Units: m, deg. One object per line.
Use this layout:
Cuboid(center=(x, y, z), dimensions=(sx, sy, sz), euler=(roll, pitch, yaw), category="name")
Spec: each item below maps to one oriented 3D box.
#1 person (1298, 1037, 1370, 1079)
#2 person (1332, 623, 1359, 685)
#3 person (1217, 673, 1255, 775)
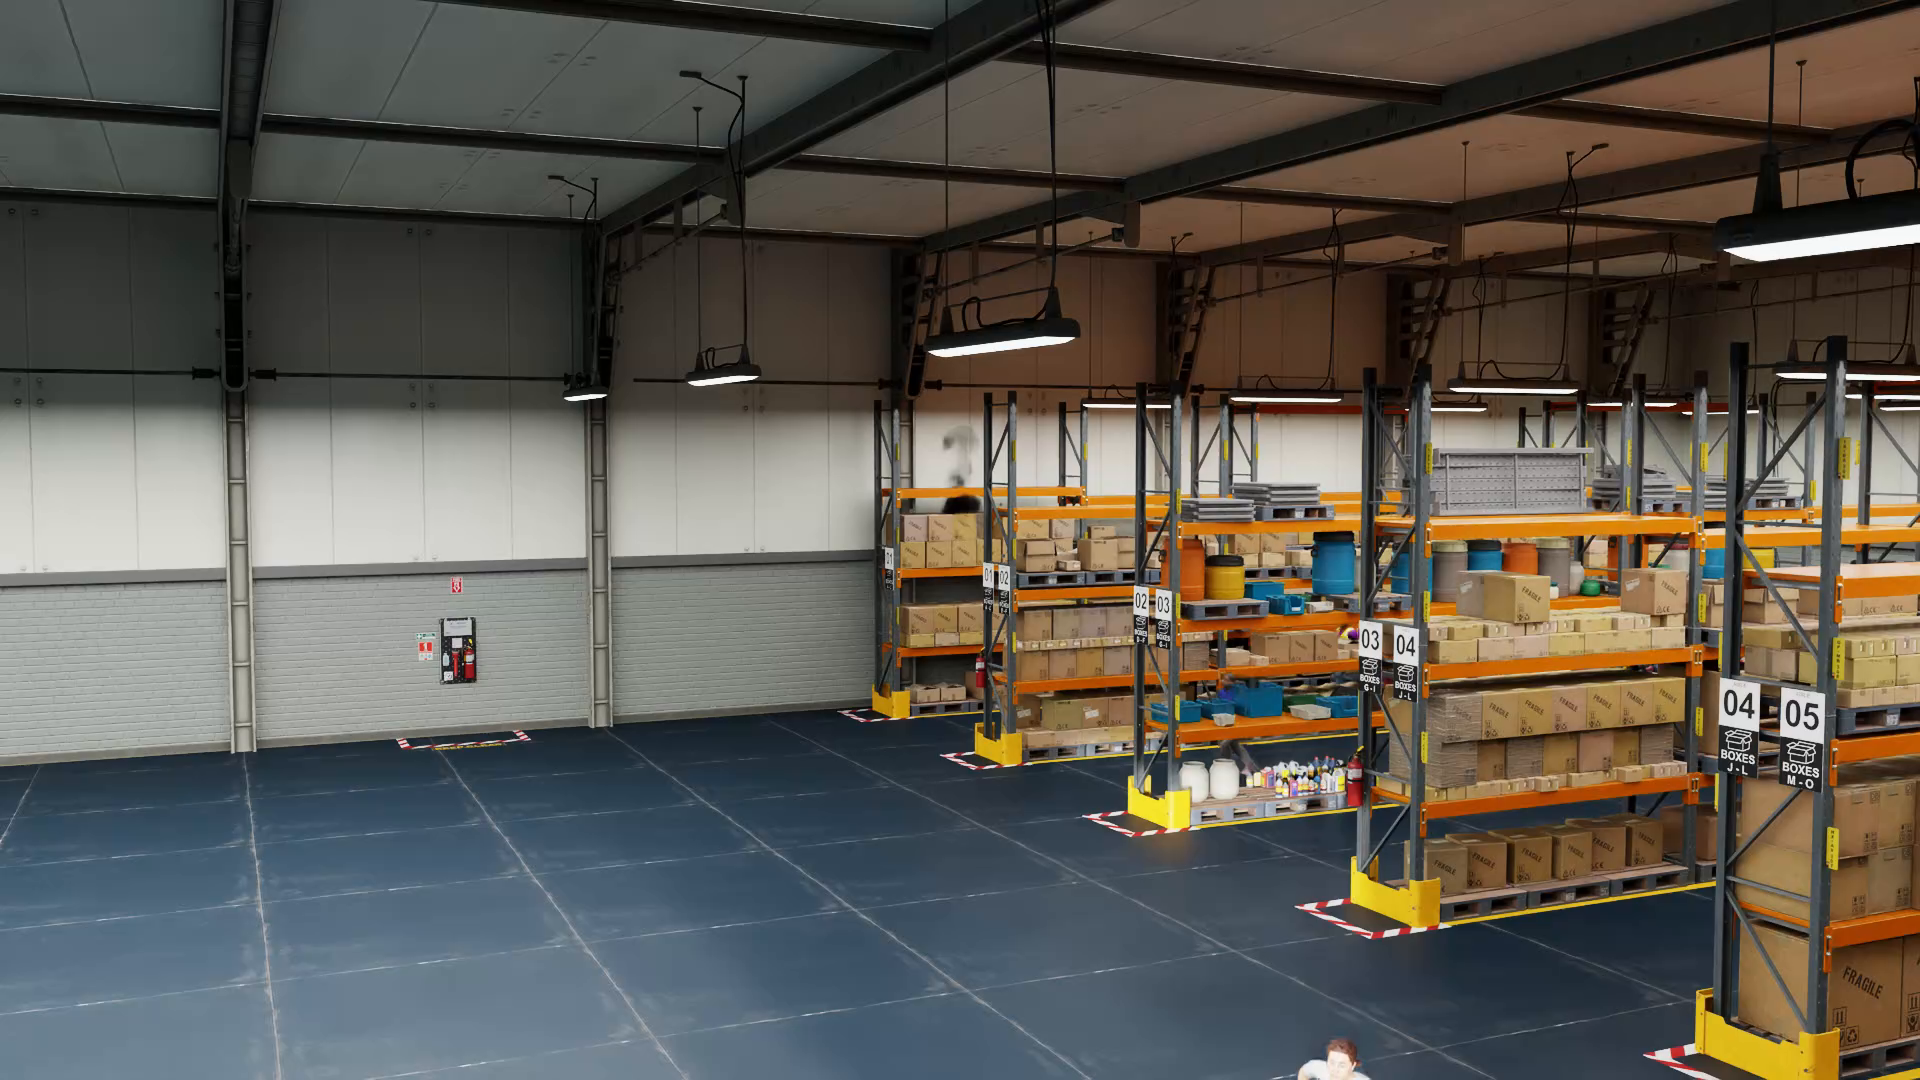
Cuboid(center=(2.359, 3.801, 10.356), dimensions=(0.622, 1.557, 0.789), euler=(1, 4, 23), category="person")
Cuboid(center=(7.744, 2.351, 33.534), dimensions=(0.791, 1.733, 0.714), euler=(-2, 4, -33), category="person")
Cuboid(center=(4.227, 2.868, 25.493), dimensions=(0.846, 1.697, 0.600), euler=(-3, 4, -37), category="person")
